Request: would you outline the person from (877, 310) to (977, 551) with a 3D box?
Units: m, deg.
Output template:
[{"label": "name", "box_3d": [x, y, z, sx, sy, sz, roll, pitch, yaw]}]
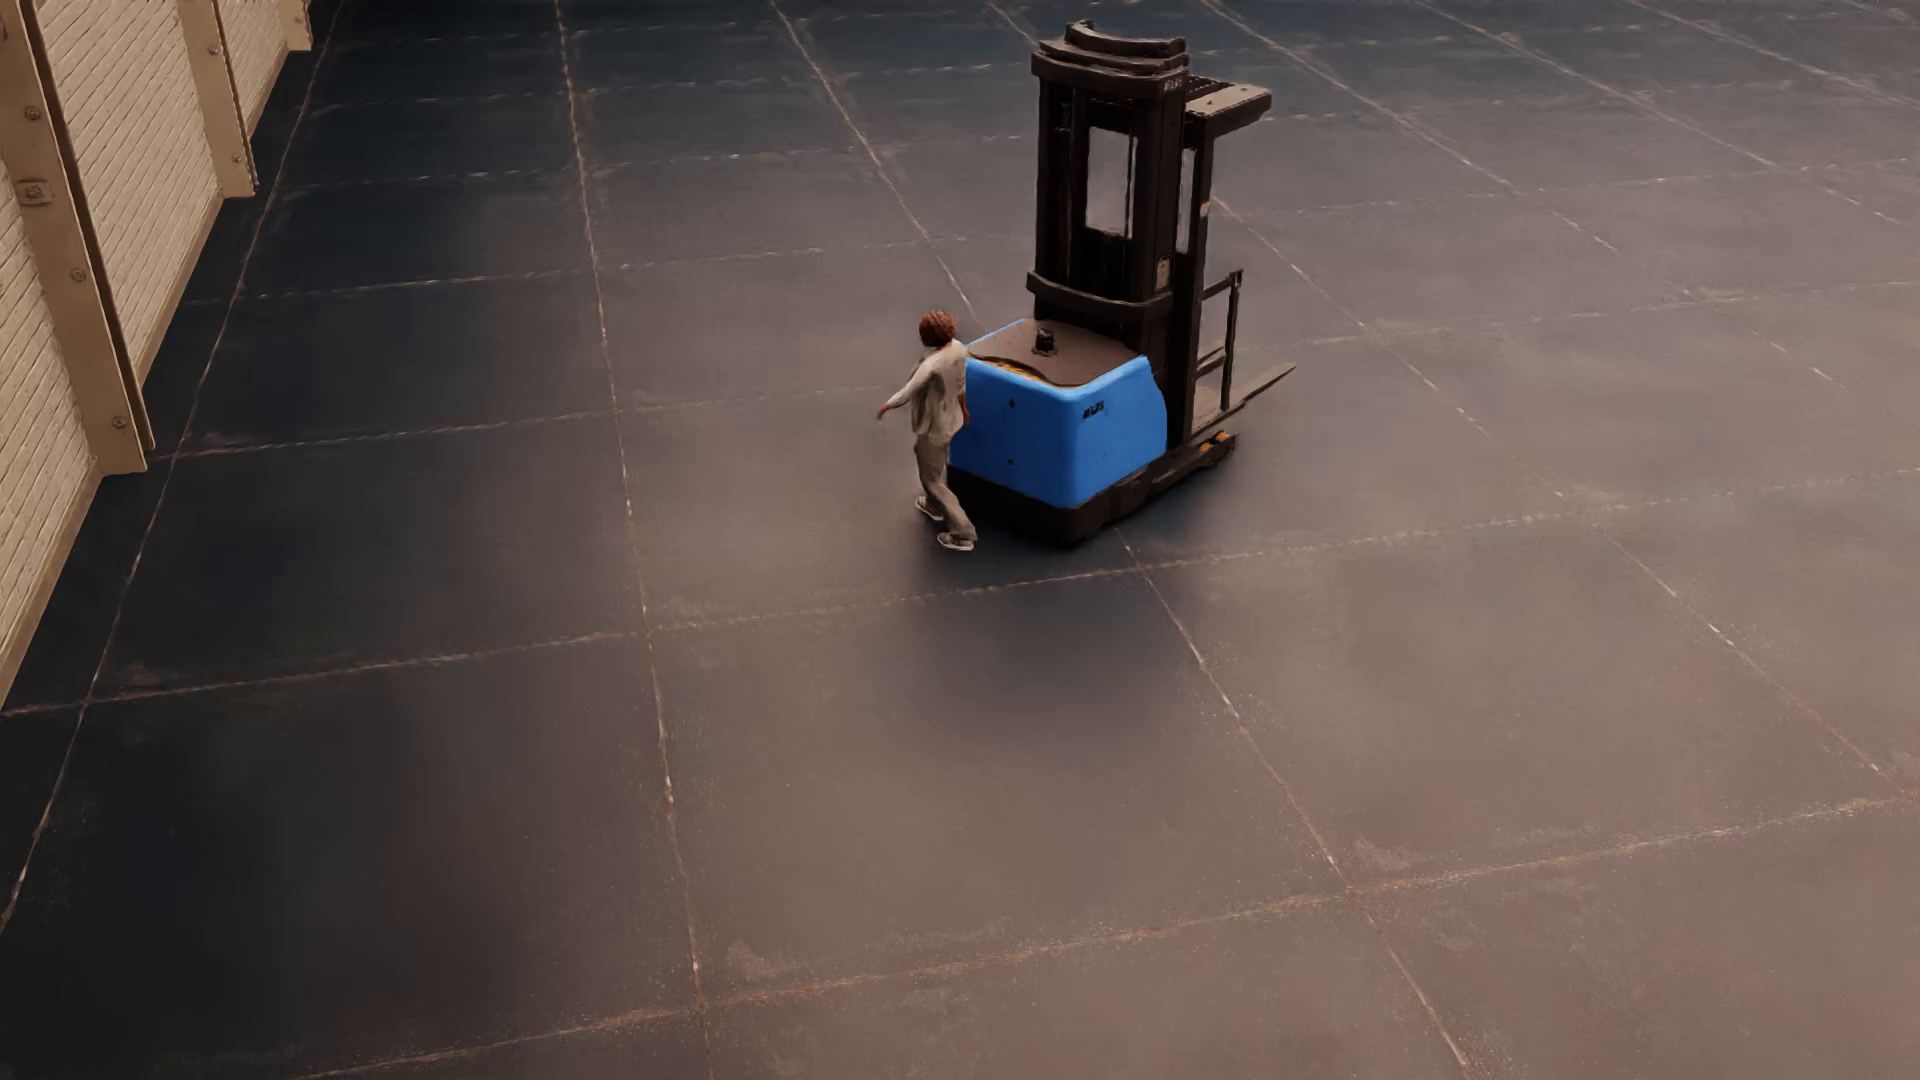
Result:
[{"label": "person", "box_3d": [-0.141, -0.732, 10.243, 0.688, 1.532, 0.539, 12, 32, 20]}]

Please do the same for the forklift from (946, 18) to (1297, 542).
[{"label": "forklift", "box_3d": [1.254, -1.915, 10.882, 1.130, 2.935, 3.031, 23, 37, 34]}]
